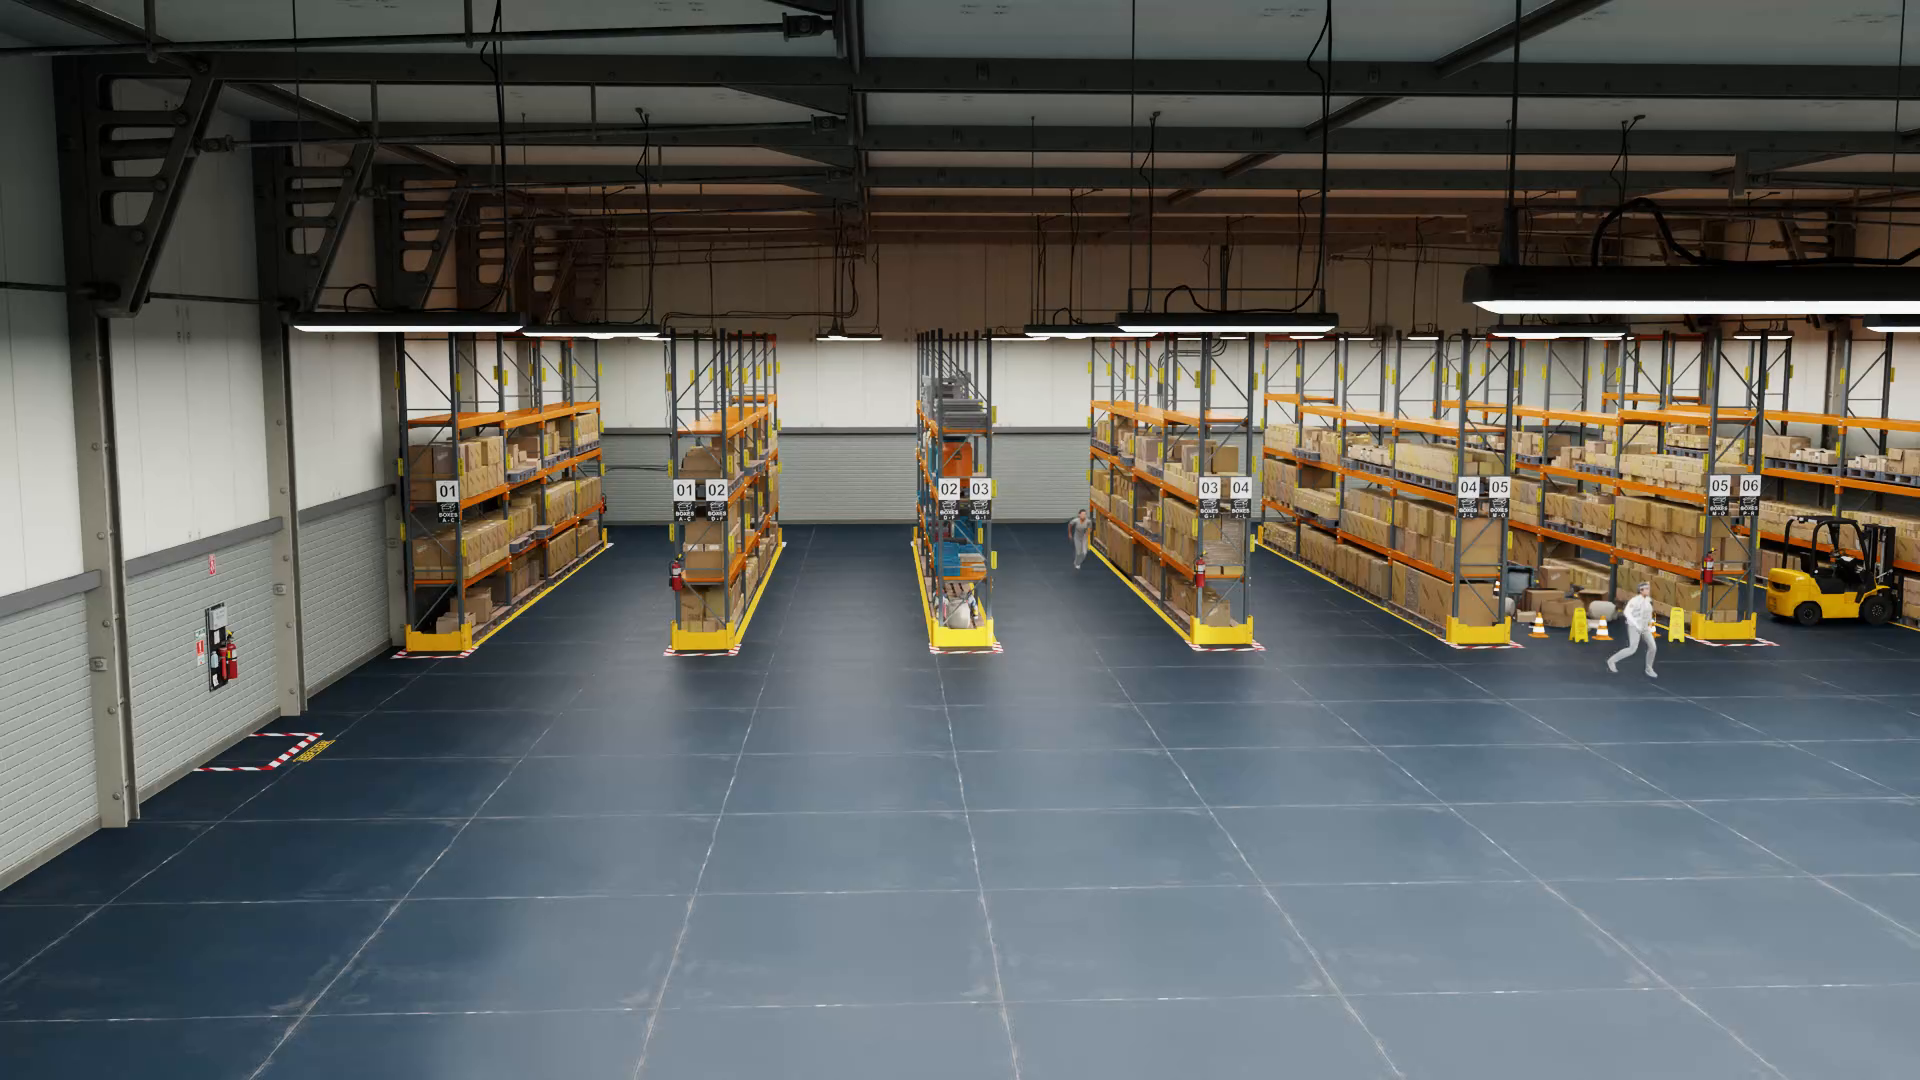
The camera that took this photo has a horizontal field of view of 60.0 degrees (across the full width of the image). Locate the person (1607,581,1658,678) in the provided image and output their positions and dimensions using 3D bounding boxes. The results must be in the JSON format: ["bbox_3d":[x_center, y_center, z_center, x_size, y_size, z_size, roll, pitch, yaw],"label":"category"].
[{"bbox_3d":[11.707,1.540,28.767,0.831,1.691,0.684,-5,8,-35],"label":"person"}]

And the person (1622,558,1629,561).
[{"bbox_3d":[16.254,0.133,40.063,0.640,1.788,0.697,-1,7,-7],"label":"person"}]

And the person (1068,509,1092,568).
[{"bbox_3d":[2.933,-0.034,40.415,0.553,1.457,0.687,-1,7,-10],"label":"person"}]
